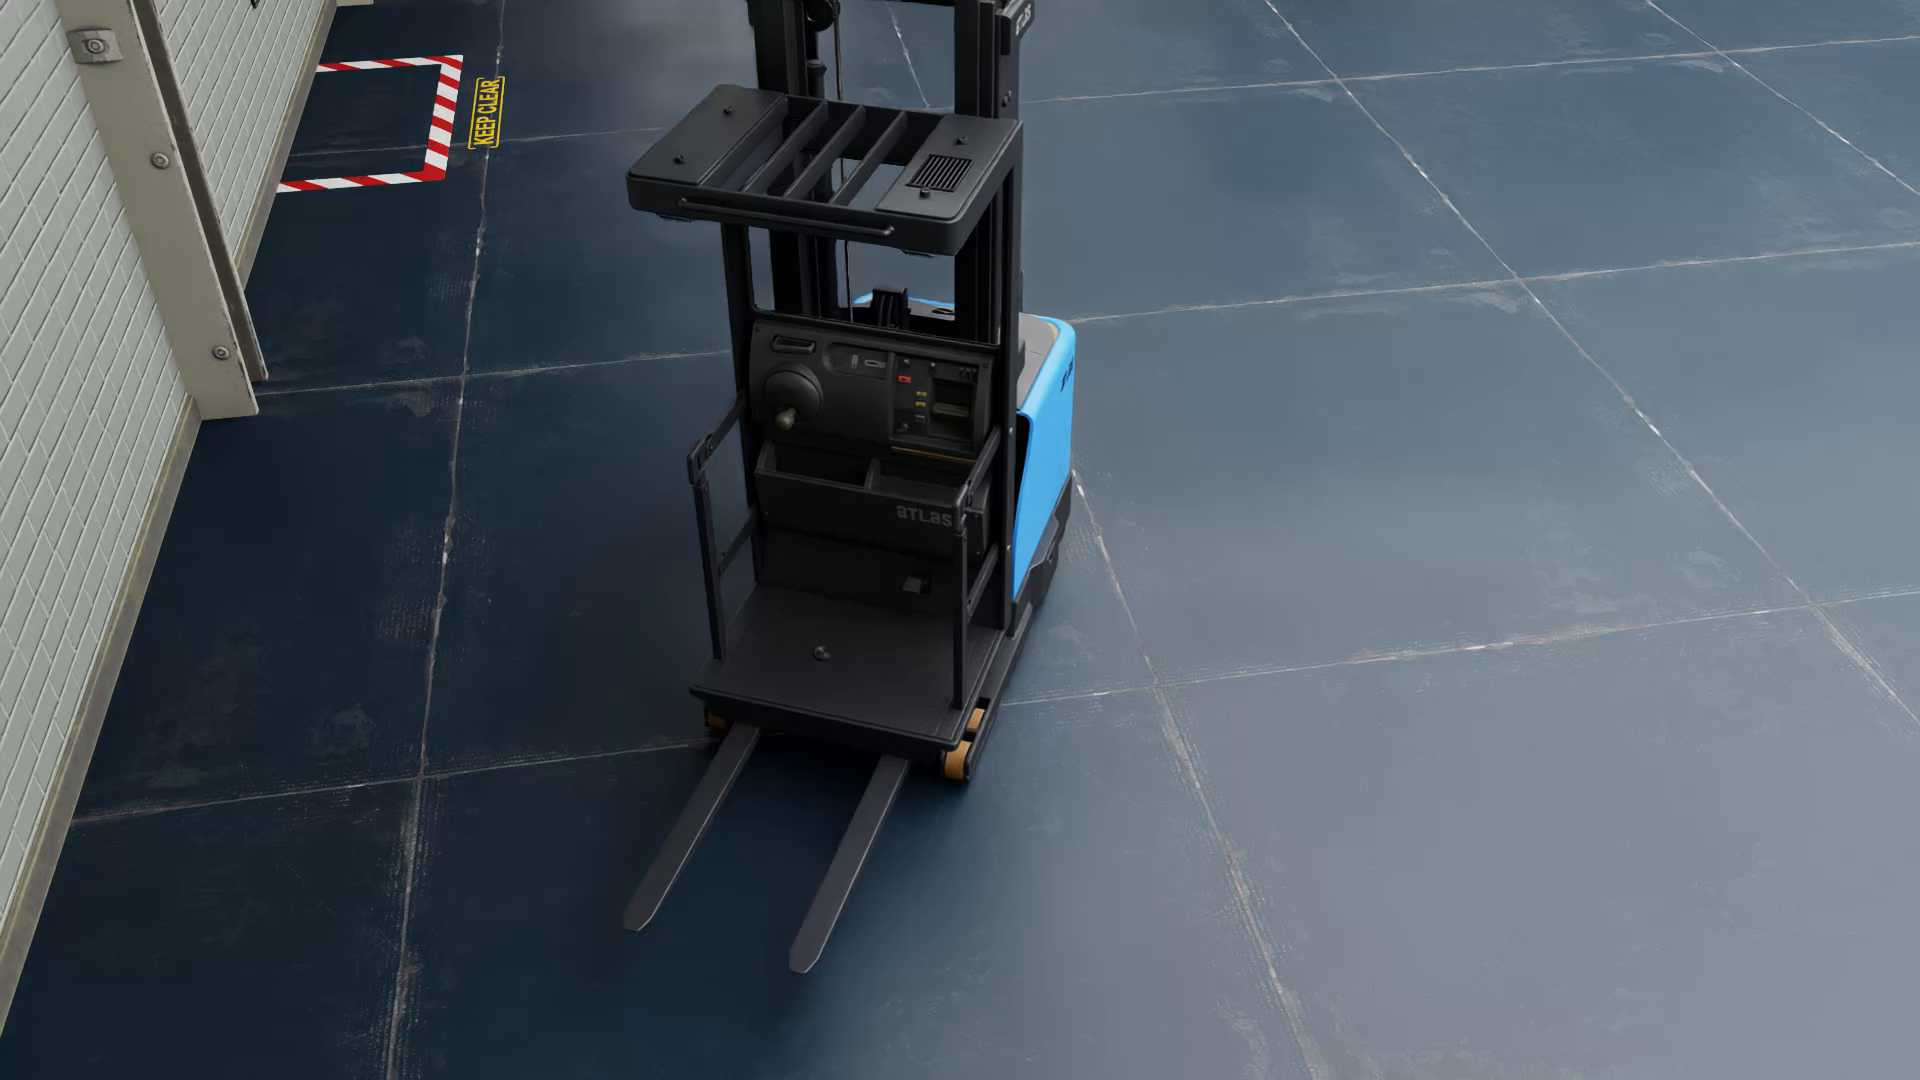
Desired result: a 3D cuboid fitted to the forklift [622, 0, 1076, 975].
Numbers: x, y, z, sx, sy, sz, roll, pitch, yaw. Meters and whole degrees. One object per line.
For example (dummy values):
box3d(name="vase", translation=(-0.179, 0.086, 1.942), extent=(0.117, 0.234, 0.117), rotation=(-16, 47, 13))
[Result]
box3d(name="forklift", translation=(-0.397, -0.486, 5.986), extent=(1.130, 2.935, 3.031), rotation=(11, 39, 13))

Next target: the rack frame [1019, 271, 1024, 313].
box3d(name="rack frame", translation=(0.160, -0.705, 7.679), extent=(0.240, 1.200, 0.015), rotation=(-1, 38, -1))

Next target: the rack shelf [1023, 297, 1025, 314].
box3d(name="rack shelf", translation=(0.153, -1.165, 7.631), extent=(0.258, 0.148, 0.480), rotation=(-1, 38, -1))

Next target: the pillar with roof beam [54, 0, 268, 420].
box3d(name="pillar with roof beam", translation=(0.424, -4.766, 6.550), extent=(9.100, 9.000, 0.400), rotation=(-6, 38, -8))

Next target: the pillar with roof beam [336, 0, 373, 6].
box3d(name="pillar with roof beam", translation=(-0.628, -8.390, 11.215), extent=(9.100, 9.000, 0.400), rotation=(-6, 38, -8))

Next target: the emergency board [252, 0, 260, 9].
box3d(name="emergency board", translation=(-4.487, -4.054, 10.523), extent=(0.157, 1.169, 0.626), rotation=(-6, 38, -8))

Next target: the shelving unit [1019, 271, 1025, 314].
box3d(name="shelving unit", translation=(0.153, -0.855, 7.872), extent=(0.258, 1.200, 0.503), rotation=(-1, 38, -1))
